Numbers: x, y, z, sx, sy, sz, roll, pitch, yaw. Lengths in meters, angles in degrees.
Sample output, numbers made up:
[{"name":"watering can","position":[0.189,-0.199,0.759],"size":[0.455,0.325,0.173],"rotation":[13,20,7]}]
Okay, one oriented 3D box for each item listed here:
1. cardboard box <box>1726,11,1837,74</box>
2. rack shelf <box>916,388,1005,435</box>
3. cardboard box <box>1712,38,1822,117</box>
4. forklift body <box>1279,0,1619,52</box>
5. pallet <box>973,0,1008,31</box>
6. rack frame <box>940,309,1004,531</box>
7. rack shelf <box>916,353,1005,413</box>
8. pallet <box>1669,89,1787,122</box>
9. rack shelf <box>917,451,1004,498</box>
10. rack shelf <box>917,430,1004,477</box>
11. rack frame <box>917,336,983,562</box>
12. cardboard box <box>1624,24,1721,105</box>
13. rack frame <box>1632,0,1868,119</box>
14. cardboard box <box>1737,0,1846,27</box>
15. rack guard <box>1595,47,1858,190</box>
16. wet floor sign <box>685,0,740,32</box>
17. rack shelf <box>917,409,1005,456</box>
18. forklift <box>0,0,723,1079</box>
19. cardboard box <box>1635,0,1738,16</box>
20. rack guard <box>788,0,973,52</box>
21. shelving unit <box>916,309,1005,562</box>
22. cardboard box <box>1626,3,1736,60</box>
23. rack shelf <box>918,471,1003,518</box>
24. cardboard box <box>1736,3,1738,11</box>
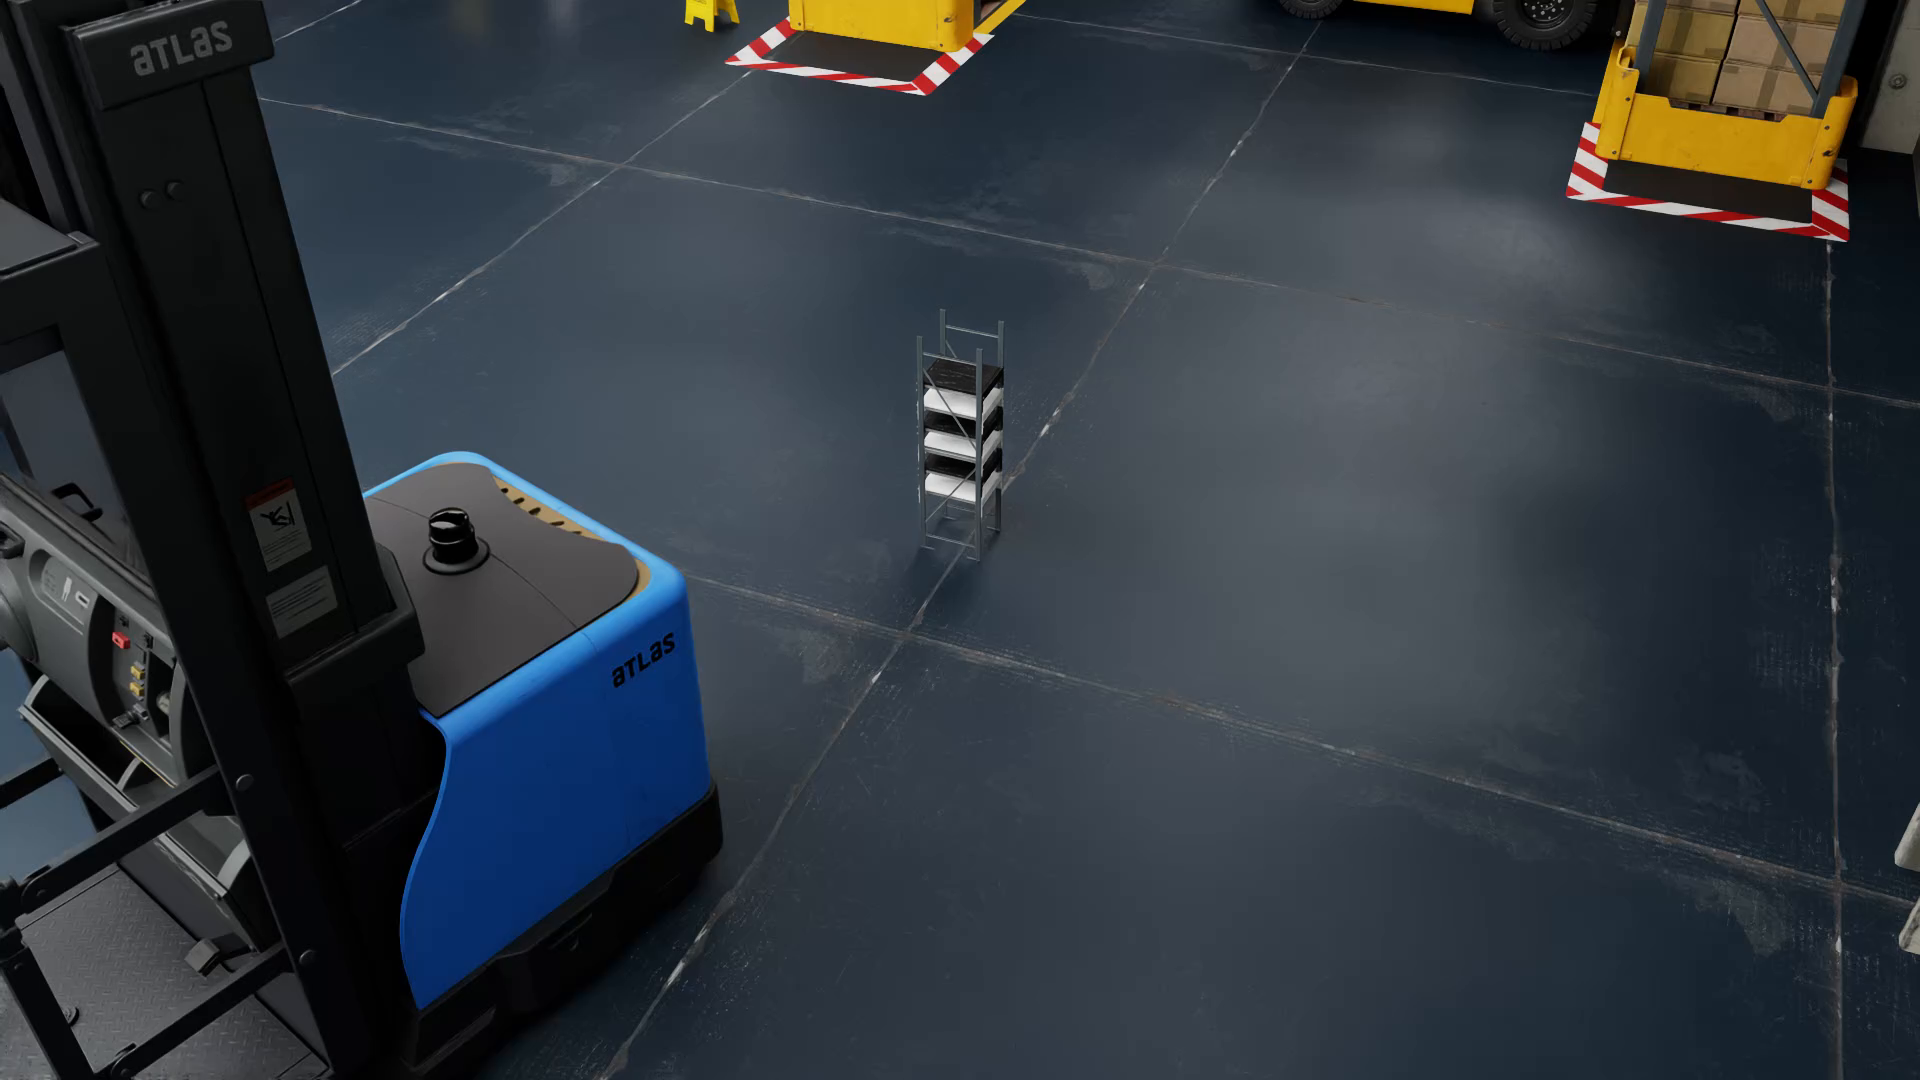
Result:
[{"name":"cardboard box","position":[4.432,-2.742,8.941],"size":[0.500,0.250,0.500],"rotation":[15,39,19]},{"name":"rack shelf","position":[0.003,-0.482,5.899],"size":[0.258,0.077,0.200],"rotation":[14,39,18]},{"name":"cardboard box","position":[4.429,-2.556,9.110],"size":[0.500,0.250,0.500],"rotation":[14,39,18]},{"name":"forklift body","position":[3.095,-4.387,10.323],"size":[2.313,2.155,1.214],"rotation":[14,39,18]},{"name":"pallet","position":[-0.160,-3.757,11.101],"size":[1.003,0.211,1.213],"rotation":[14,39,18]},{"name":"rack frame","position":[0.042,-0.421,6.062],"size":[0.240,0.900,0.006],"rotation":[14,39,18]},{"name":"rack shelf","position":[0.003,-0.554,5.845],"size":[0.258,0.077,0.200],"rotation":[14,39,18]},{"name":"pallet","position":[4.313,-2.578,9.522],"size":[1.003,0.211,1.213],"rotation":[14,39,18]},{"name":"rack shelf","position":[0.003,-0.266,6.060],"size":[0.258,0.077,0.200],"rotation":[14,39,18]},{"name":"rack shelf","position":[0.003,-0.338,6.007],"size":[0.258,0.077,0.200],"rotation":[14,39,18]},{"name":"rack frame","position":[-0.036,-0.309,5.911],"size":[0.240,0.900,0.006],"rotation":[14,39,18]},{"name":"cardboard box","position":[3.947,-2.661,9.250],"size":[0.500,0.250,0.500],"rotation":[14,39,18]},{"name":"rack frame","position":[4.061,-3.262,8.108],"size":[1.000,3.000,0.127],"rotation":[14,39,18]},{"name":"cardboard box","position":[4.419,-2.952,8.805],"size":[0.500,0.250,0.500],"rotation":[13,39,17]},{"name":"rack guard","position":[4.052,-2.247,8.839],"size":[1.175,0.500,0.348],"rotation":[14,39,18]},{"name":"wet floor sign","position":[-1.593,-3.586,10.509],"size":[0.267,0.644,0.232],"rotation":[29,45,33]},{"name":"rack shelf","position":[0.003,-0.410,5.953],"size":[0.258,0.077,0.200],"rotation":[14,39,18]},{"name":"forklift","position":[-2.032,0.265,3.448],"size":[1.130,2.935,3.031],"rotation":[27,44,31]},{"name":"cardboard box","position":[3.948,-3.055,8.943],"size":[0.500,0.250,0.500],"rotation":[15,39,19]},{"name":"rack guard","position":[-0.502,-3.431,10.423],"size":[1.175,0.500,0.348],"rotation":[14,39,18]},{"name":"shelving unit","position":[0.003,-0.365,5.987],"size":[0.258,0.900,0.210],"rotation":[14,39,18]},{"name":"cardboard box","position":[3.957,-2.870,9.112],"size":[0.500,0.250,0.500],"rotation":[13,39,17]},{"name":"rack shelf","position":[0.003,-0.194,6.114],"size":[0.258,0.077,0.200],"rotation":[14,39,18]},{"name":"cardboard box","position":[4.612,-3.022,9.316],"size":[0.500,0.250,0.500],"rotation":[13,39,17]}]
